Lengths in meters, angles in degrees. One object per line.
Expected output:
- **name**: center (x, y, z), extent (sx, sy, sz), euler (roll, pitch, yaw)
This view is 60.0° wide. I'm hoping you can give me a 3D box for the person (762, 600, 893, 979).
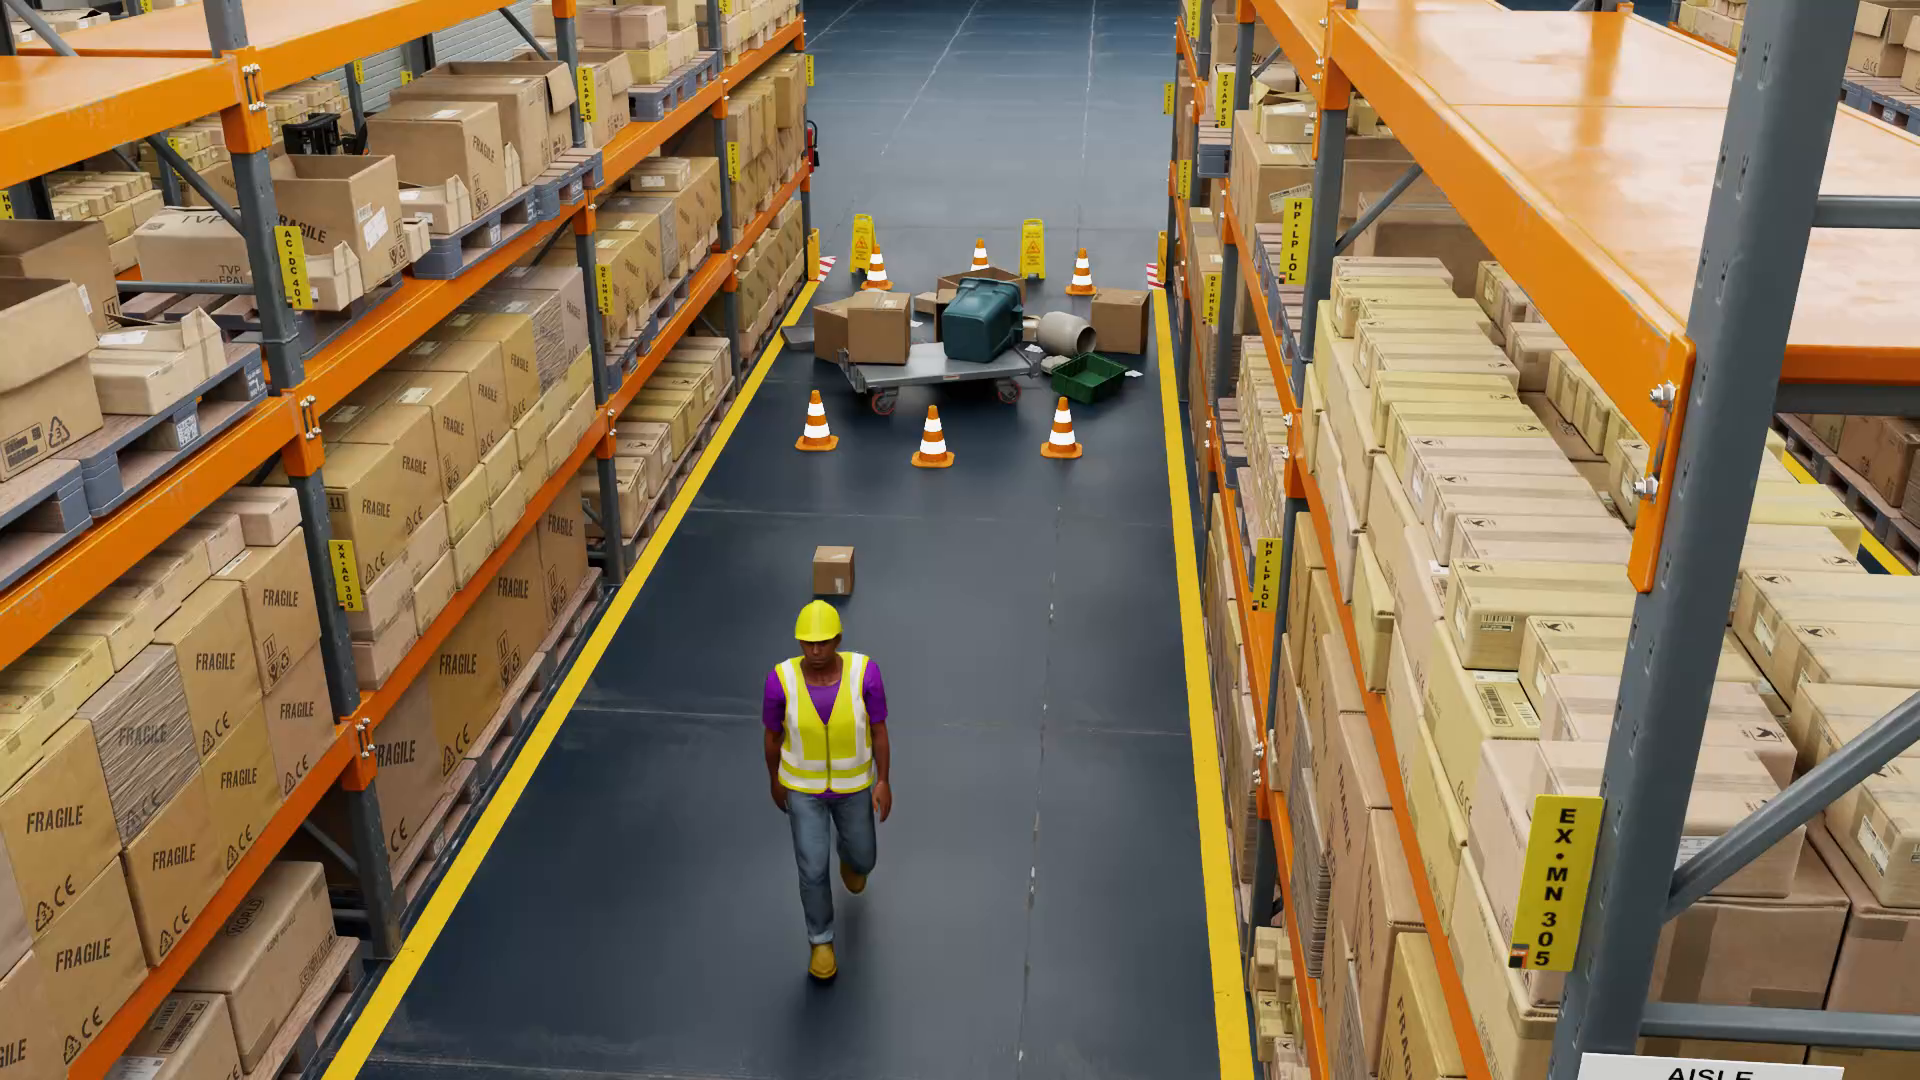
- **person**: center (-0.601, 1.075, 7.570), extent (0.563, 1.747, 0.762), euler (-4, 25, -9)
